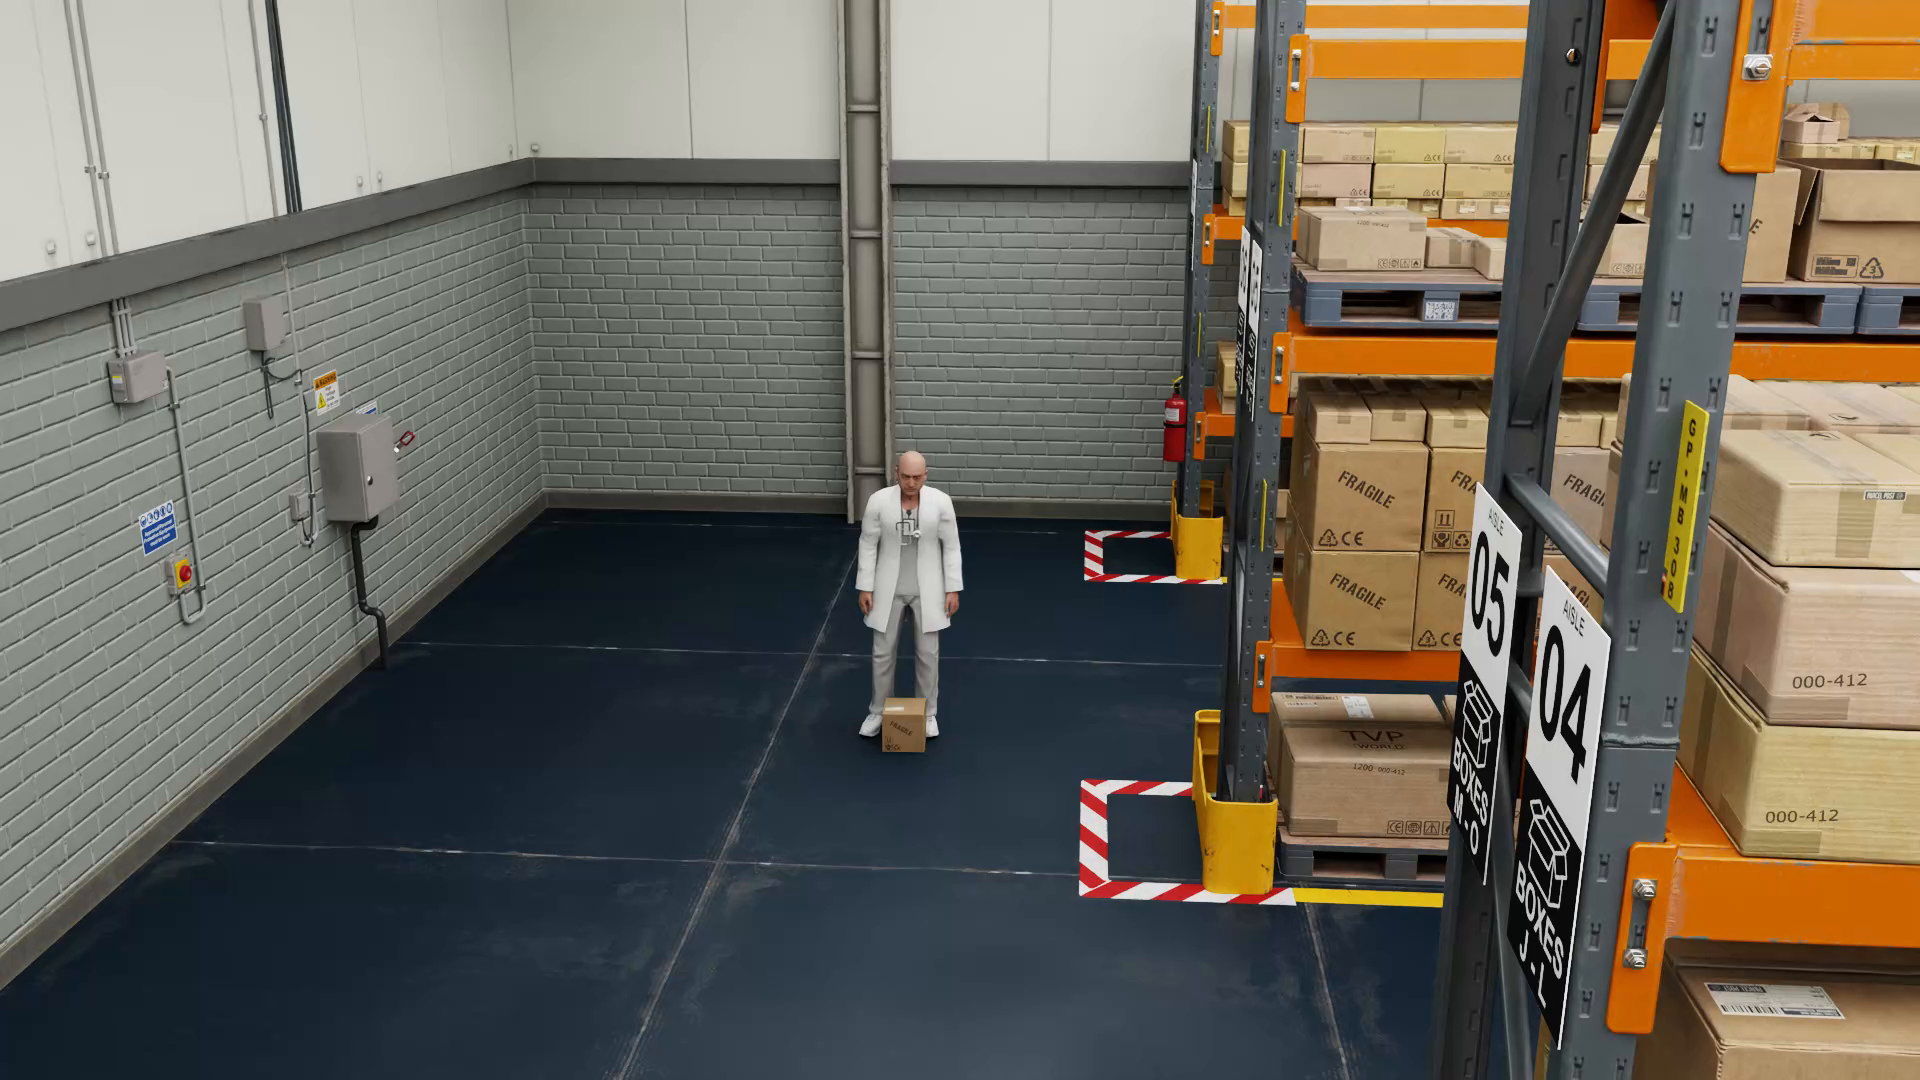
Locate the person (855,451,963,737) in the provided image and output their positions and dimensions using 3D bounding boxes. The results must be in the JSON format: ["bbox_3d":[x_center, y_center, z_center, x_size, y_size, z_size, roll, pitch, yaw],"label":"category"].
[{"bbox_3d":[-0.305,0.315,10.058,0.652,1.773,0.425,0,17,1],"label":"person"}]
